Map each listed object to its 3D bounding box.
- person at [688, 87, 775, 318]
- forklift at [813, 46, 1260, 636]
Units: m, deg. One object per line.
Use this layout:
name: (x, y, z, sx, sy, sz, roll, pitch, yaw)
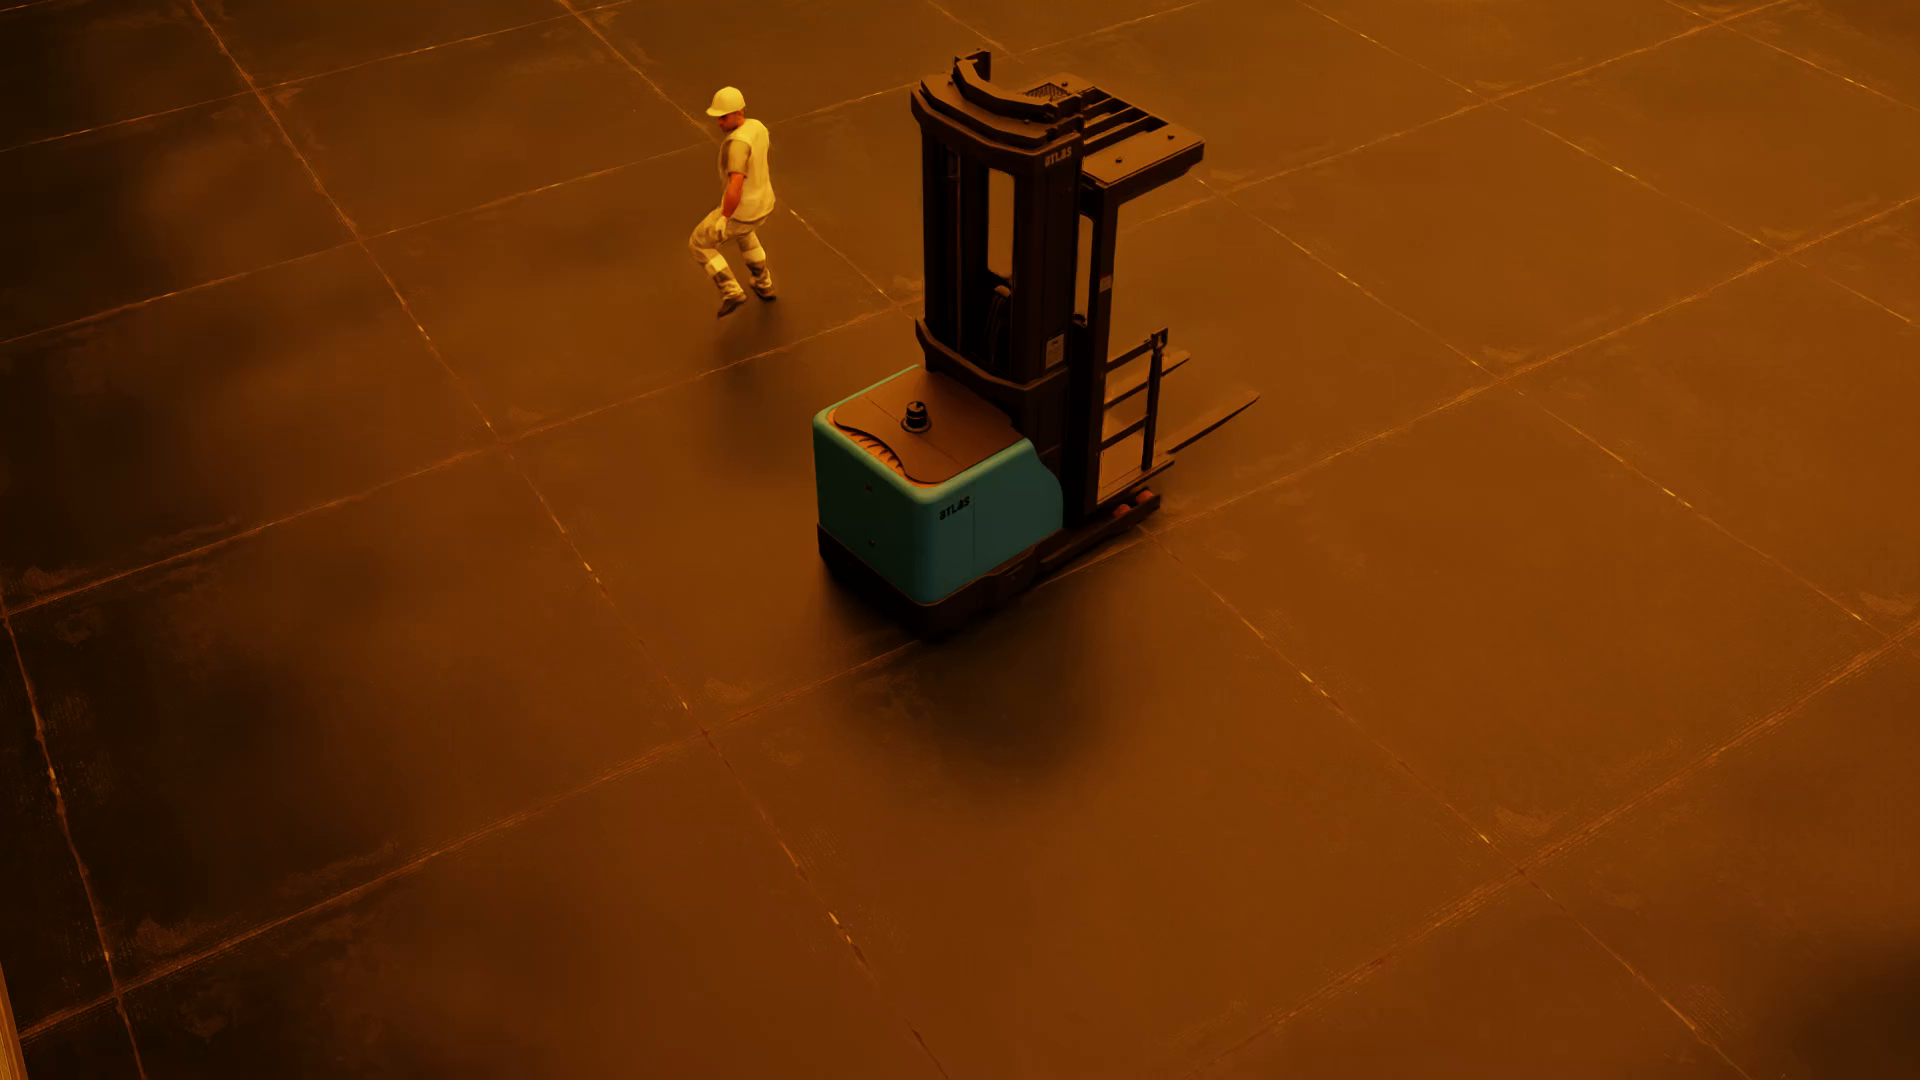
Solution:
person: (-1.548, -2.333, 11.522, 0.555, 1.666, 0.908, 21, 45, 22)
forklift: (0.602, -1.392, 9.464, 3.031, 2.935, 1.130, -30, 49, -30)
